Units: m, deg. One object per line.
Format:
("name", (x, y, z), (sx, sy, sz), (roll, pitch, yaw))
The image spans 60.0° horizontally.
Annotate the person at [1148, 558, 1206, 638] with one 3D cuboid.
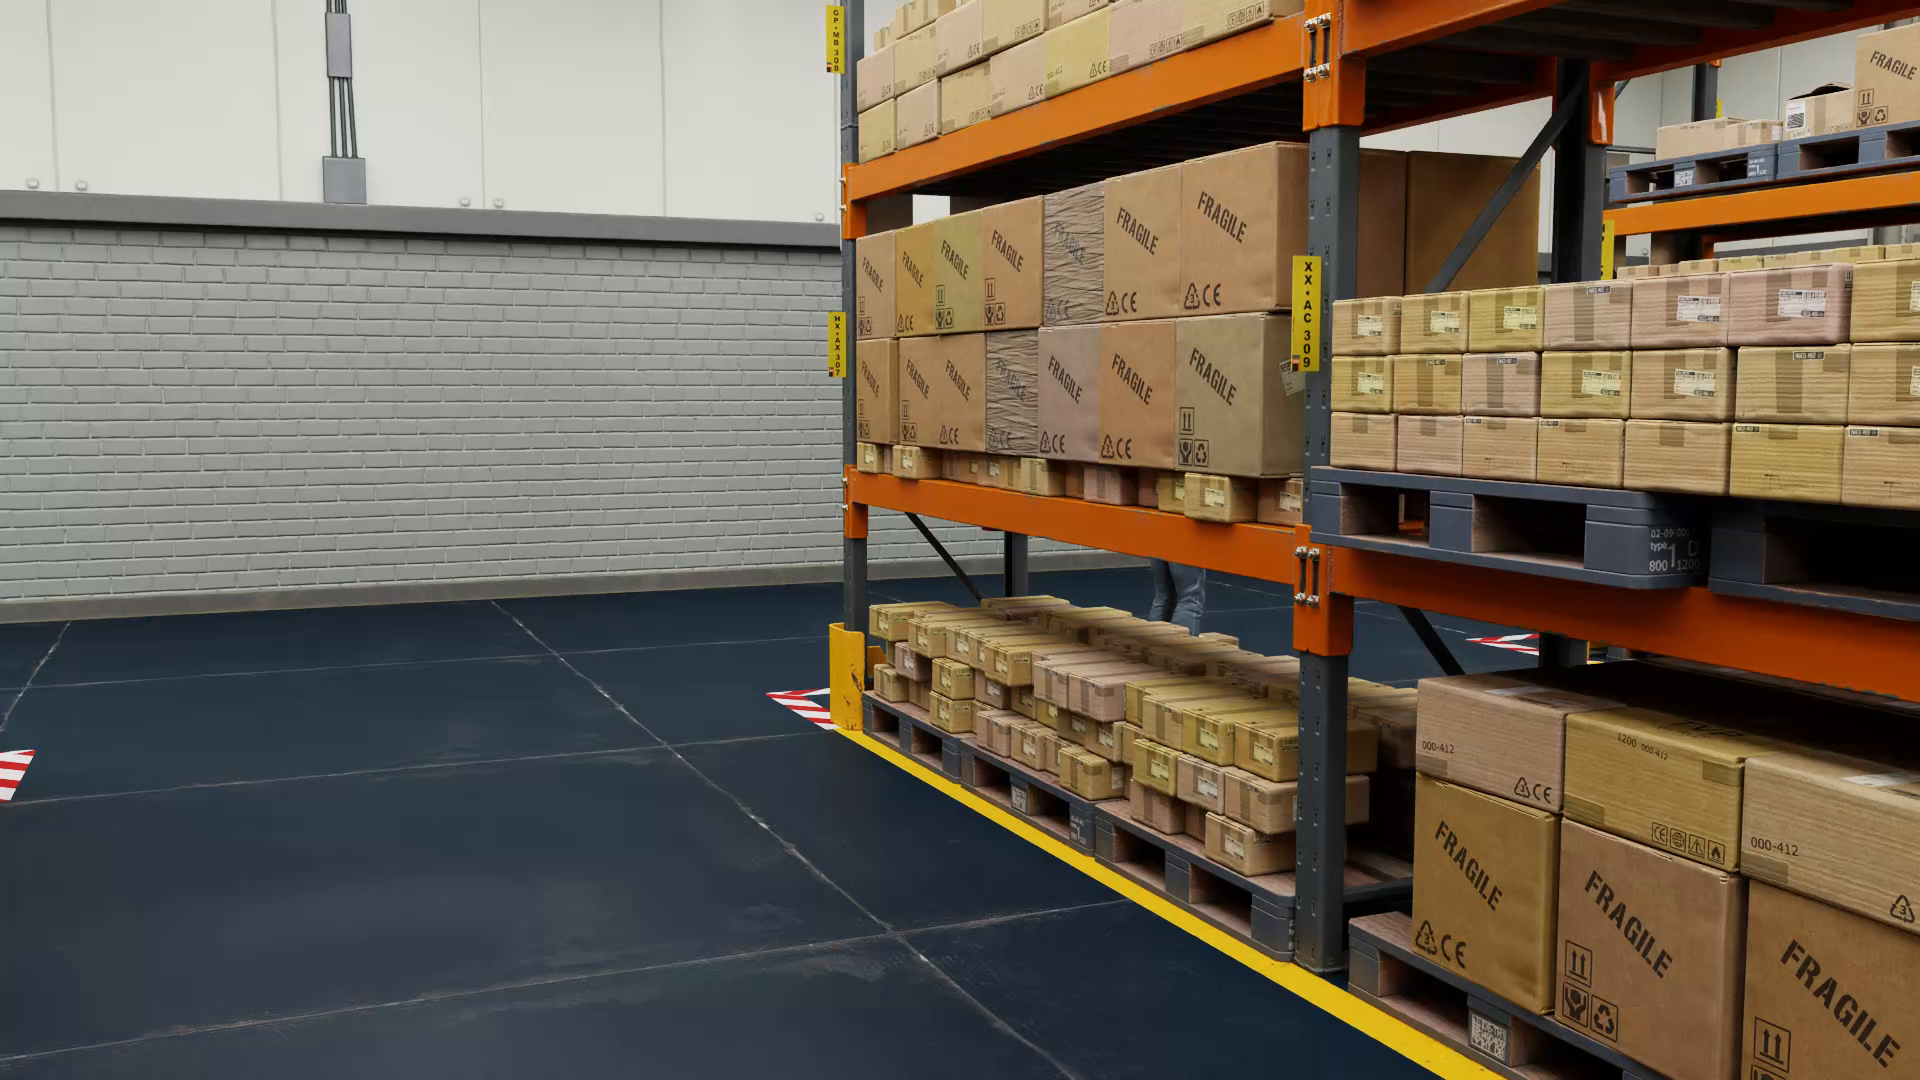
("person", (1.270, -0.046, 9.658), (0.456, 1.761, 0.627), (-2, 6, -23))
